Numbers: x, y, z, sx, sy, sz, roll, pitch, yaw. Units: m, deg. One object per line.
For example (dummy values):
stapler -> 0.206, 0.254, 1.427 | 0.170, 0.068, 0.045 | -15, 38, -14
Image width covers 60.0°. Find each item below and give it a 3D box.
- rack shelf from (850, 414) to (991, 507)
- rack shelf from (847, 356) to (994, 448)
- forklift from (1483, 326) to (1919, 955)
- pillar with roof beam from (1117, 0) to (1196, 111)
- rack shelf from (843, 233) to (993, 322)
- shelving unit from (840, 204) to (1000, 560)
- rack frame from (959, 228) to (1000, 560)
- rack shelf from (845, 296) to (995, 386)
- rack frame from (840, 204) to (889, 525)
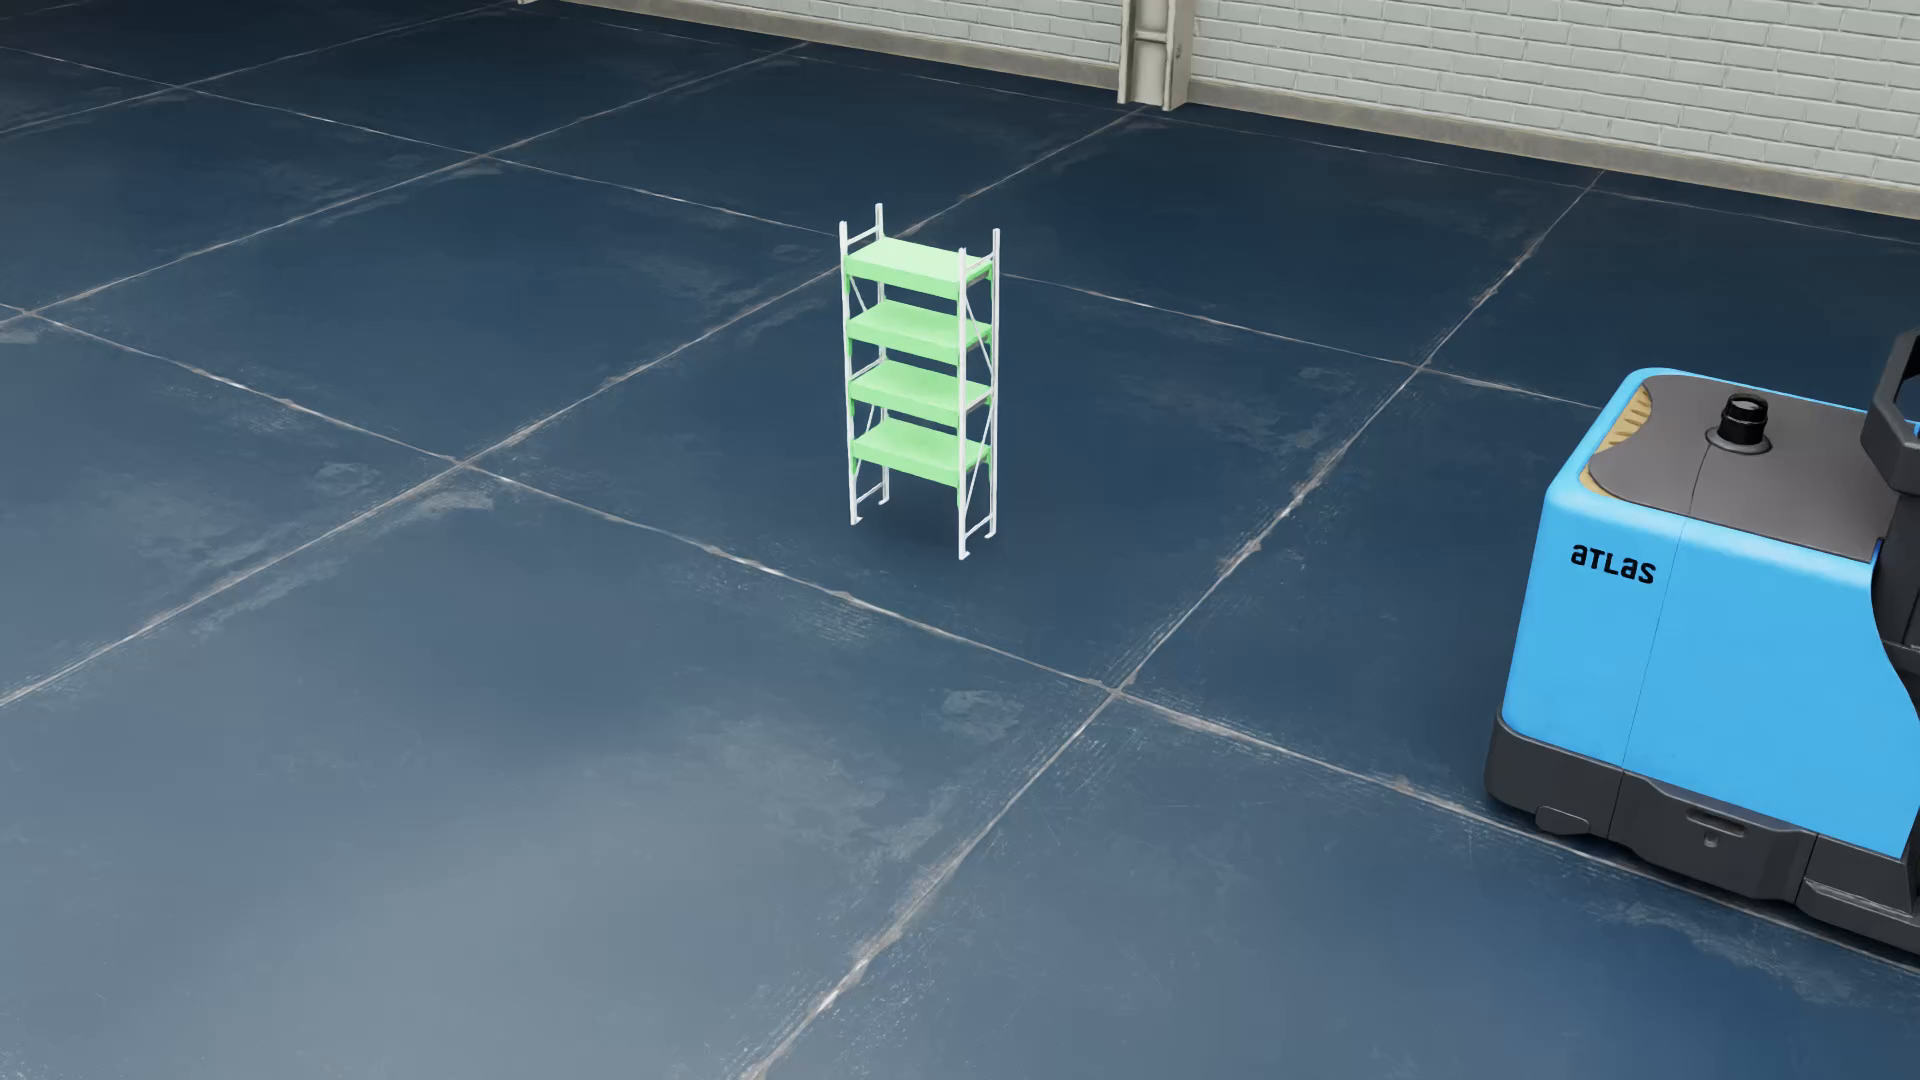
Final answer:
rack shelf -> -0.140, -0.300, 6.177 | 0.480, 0.148, 0.258 | 18, 35, 27
rack shelf -> -0.140, -0.507, 6.056 | 0.480, 0.148, 0.258 | 18, 35, 27
forklift -> 3.054, -0.276, 3.815 | 3.031, 2.935, 1.130 | 18, 35, 28
pillar with roof beam -> -0.965, -5.055, 5.985 | 0.400, 9.000, 9.100 | 18, 35, 27
rack shelf -> -0.140, -0.922, 5.814 | 0.480, 0.148, 0.258 | 18, 35, 27
shelving unit -> -0.140, -0.563, 6.024 | 0.503, 1.200, 0.258 | 18, 35, 27
rack frame -> 0.066, -0.497, 5.912 | 0.015, 1.200, 0.240 | 18, 35, 27
rack shelf -> -0.140, -0.715, 5.935 | 0.480, 0.148, 0.258 | 18, 35, 27
rack frame -> -0.347, -0.628, 6.136 | 0.015, 1.200, 0.240 | 18, 35, 27
